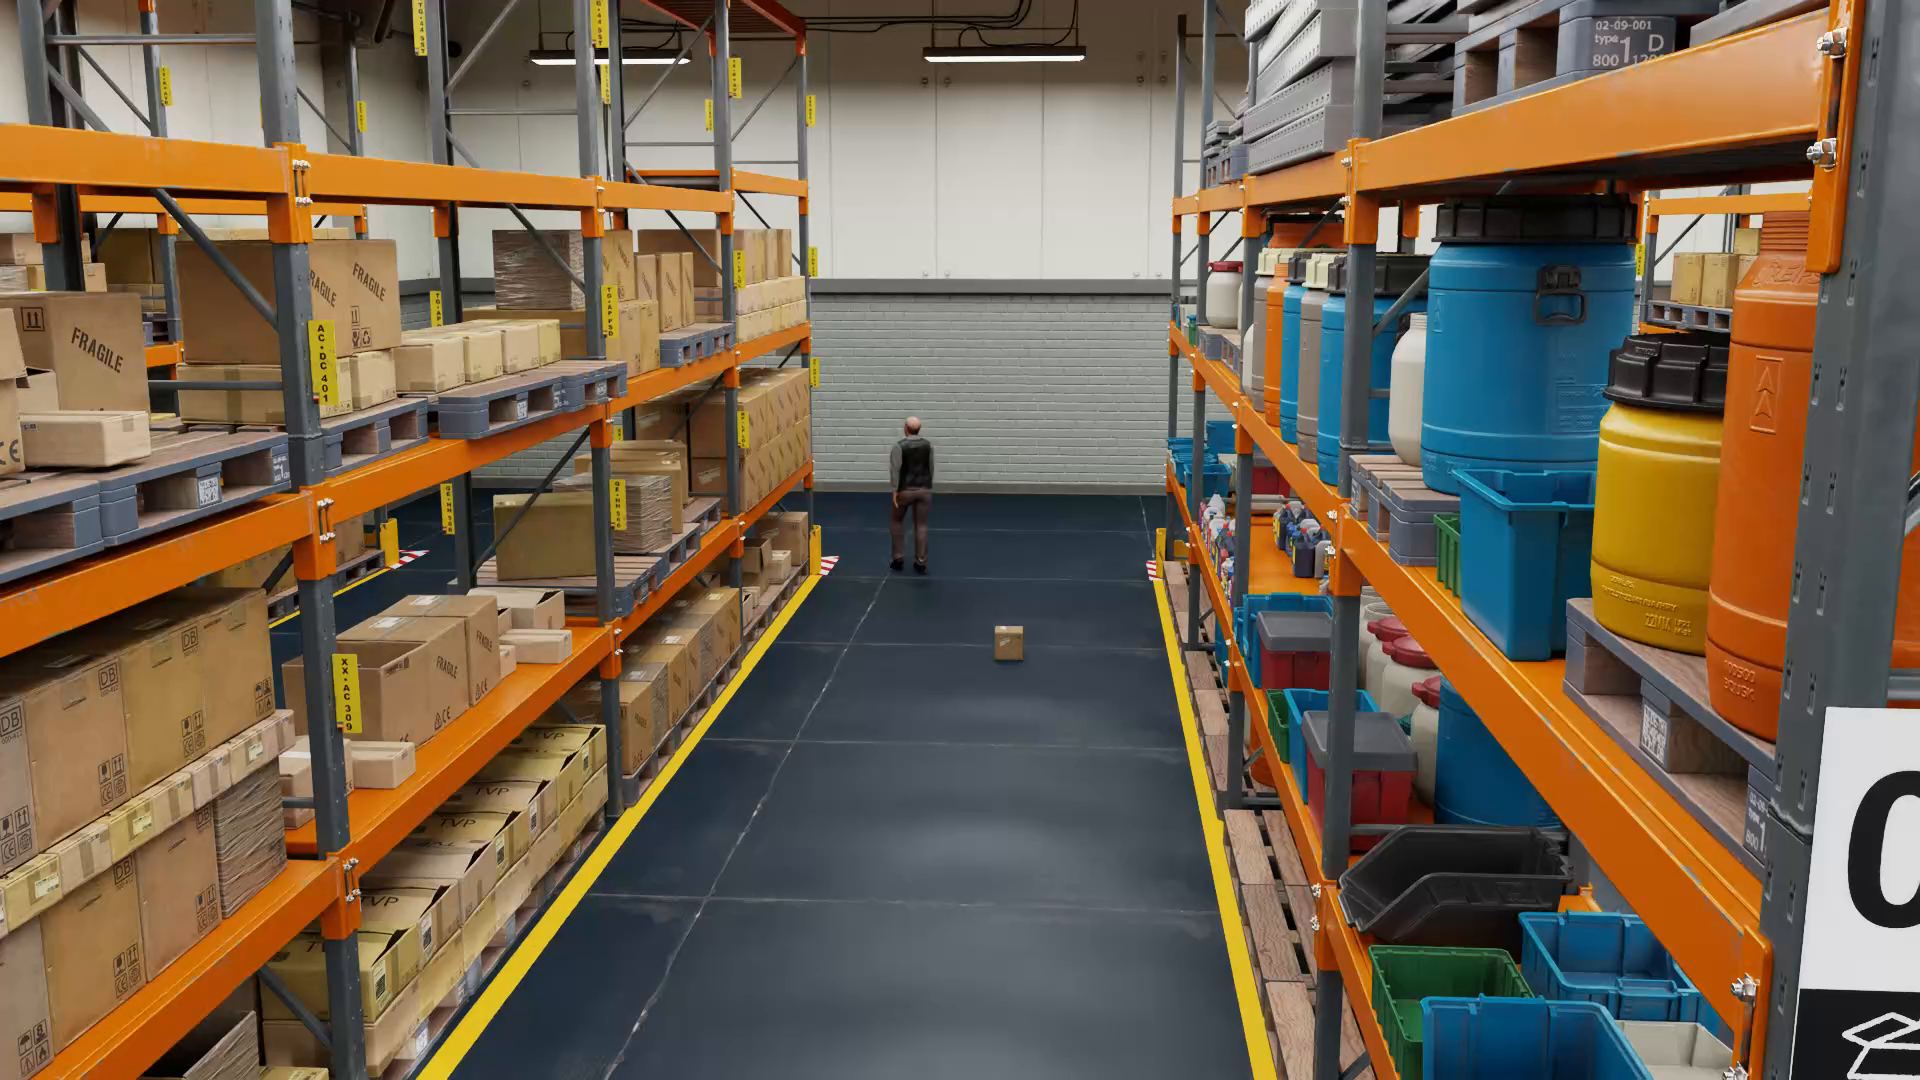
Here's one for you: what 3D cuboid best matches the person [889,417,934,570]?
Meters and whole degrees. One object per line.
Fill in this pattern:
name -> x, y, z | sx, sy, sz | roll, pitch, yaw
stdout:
person -> -0.537, -0.495, 18.689 | 0.550, 1.784, 0.598 | -3, 11, -16
